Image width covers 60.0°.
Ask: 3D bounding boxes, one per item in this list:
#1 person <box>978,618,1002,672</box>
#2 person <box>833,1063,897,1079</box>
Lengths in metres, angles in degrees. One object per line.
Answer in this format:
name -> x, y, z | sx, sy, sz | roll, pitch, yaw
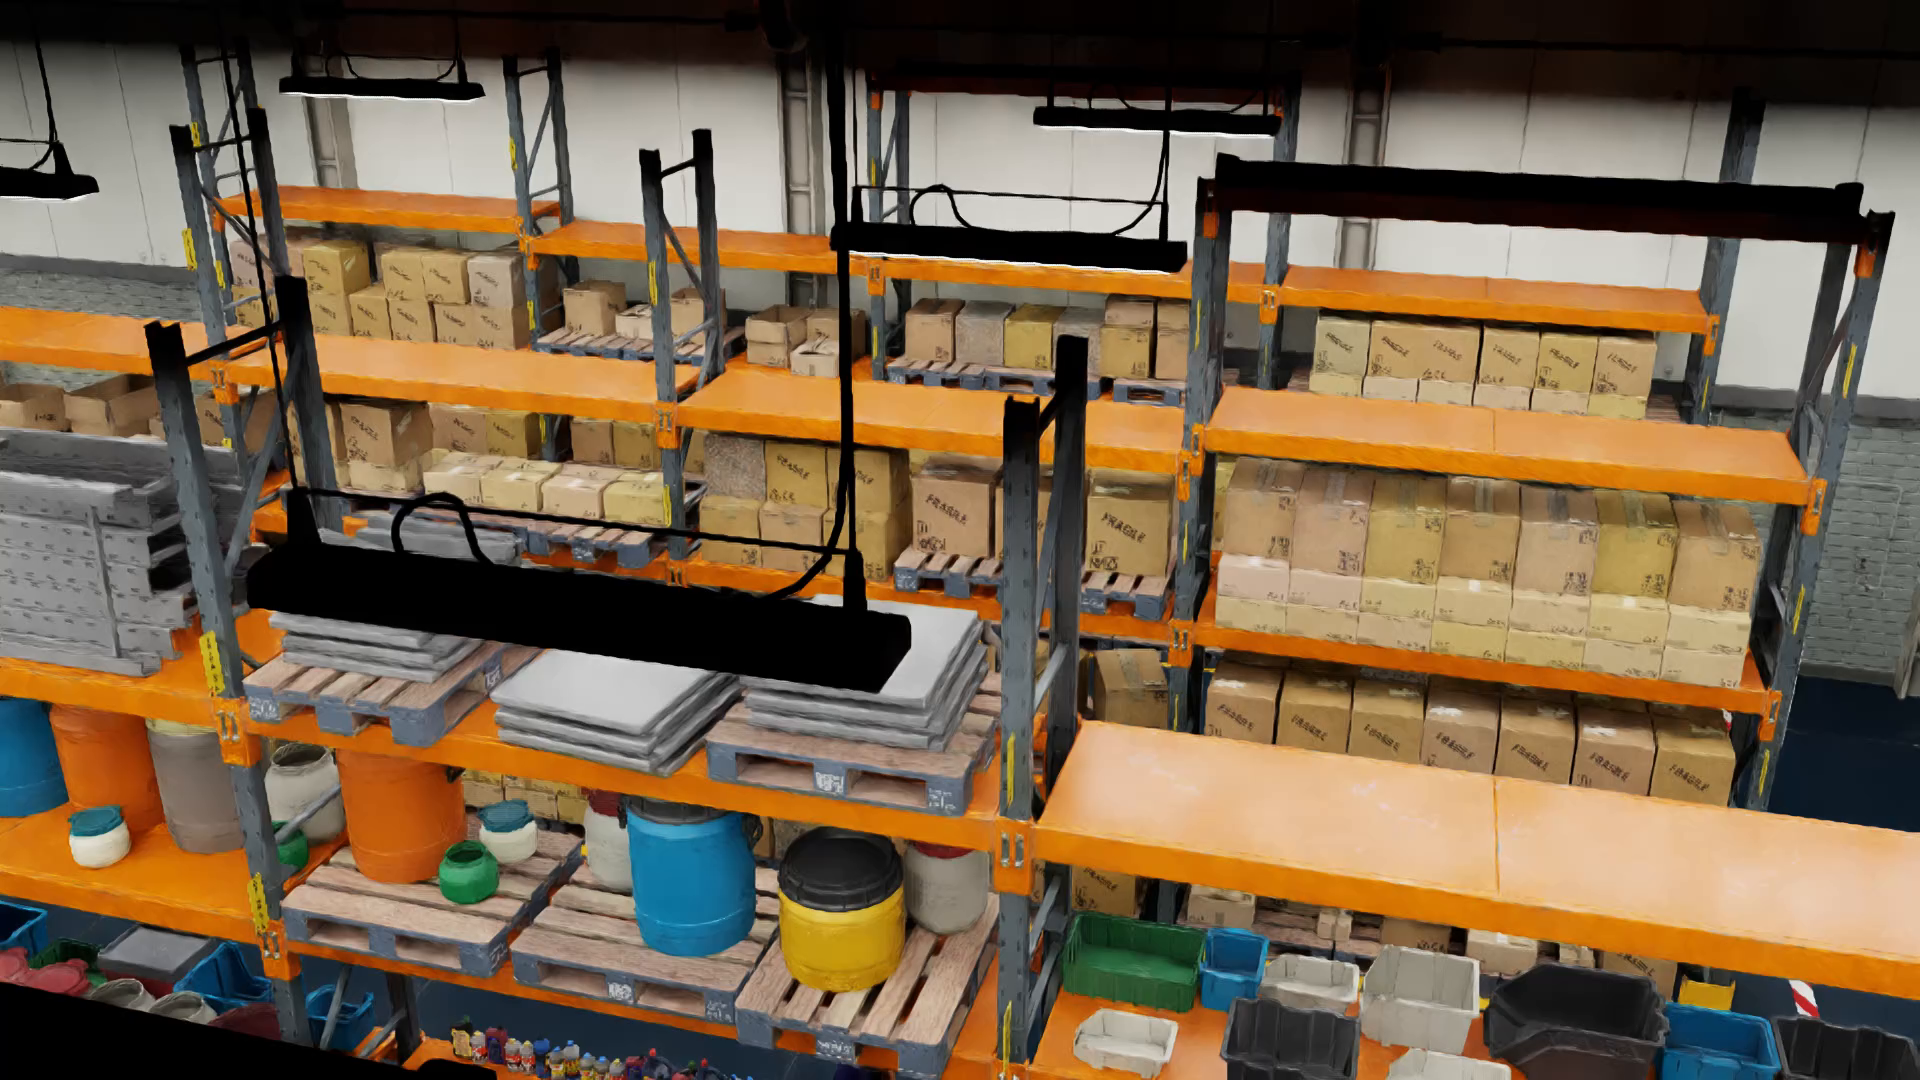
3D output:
person -> 0.019, 0.643, 17.046 | 1.126, 1.645, 0.542 | 7, 24, 17
person -> -0.545, 3.401, 10.417 | 0.590, 1.641, 0.558 | 19, 29, 39
